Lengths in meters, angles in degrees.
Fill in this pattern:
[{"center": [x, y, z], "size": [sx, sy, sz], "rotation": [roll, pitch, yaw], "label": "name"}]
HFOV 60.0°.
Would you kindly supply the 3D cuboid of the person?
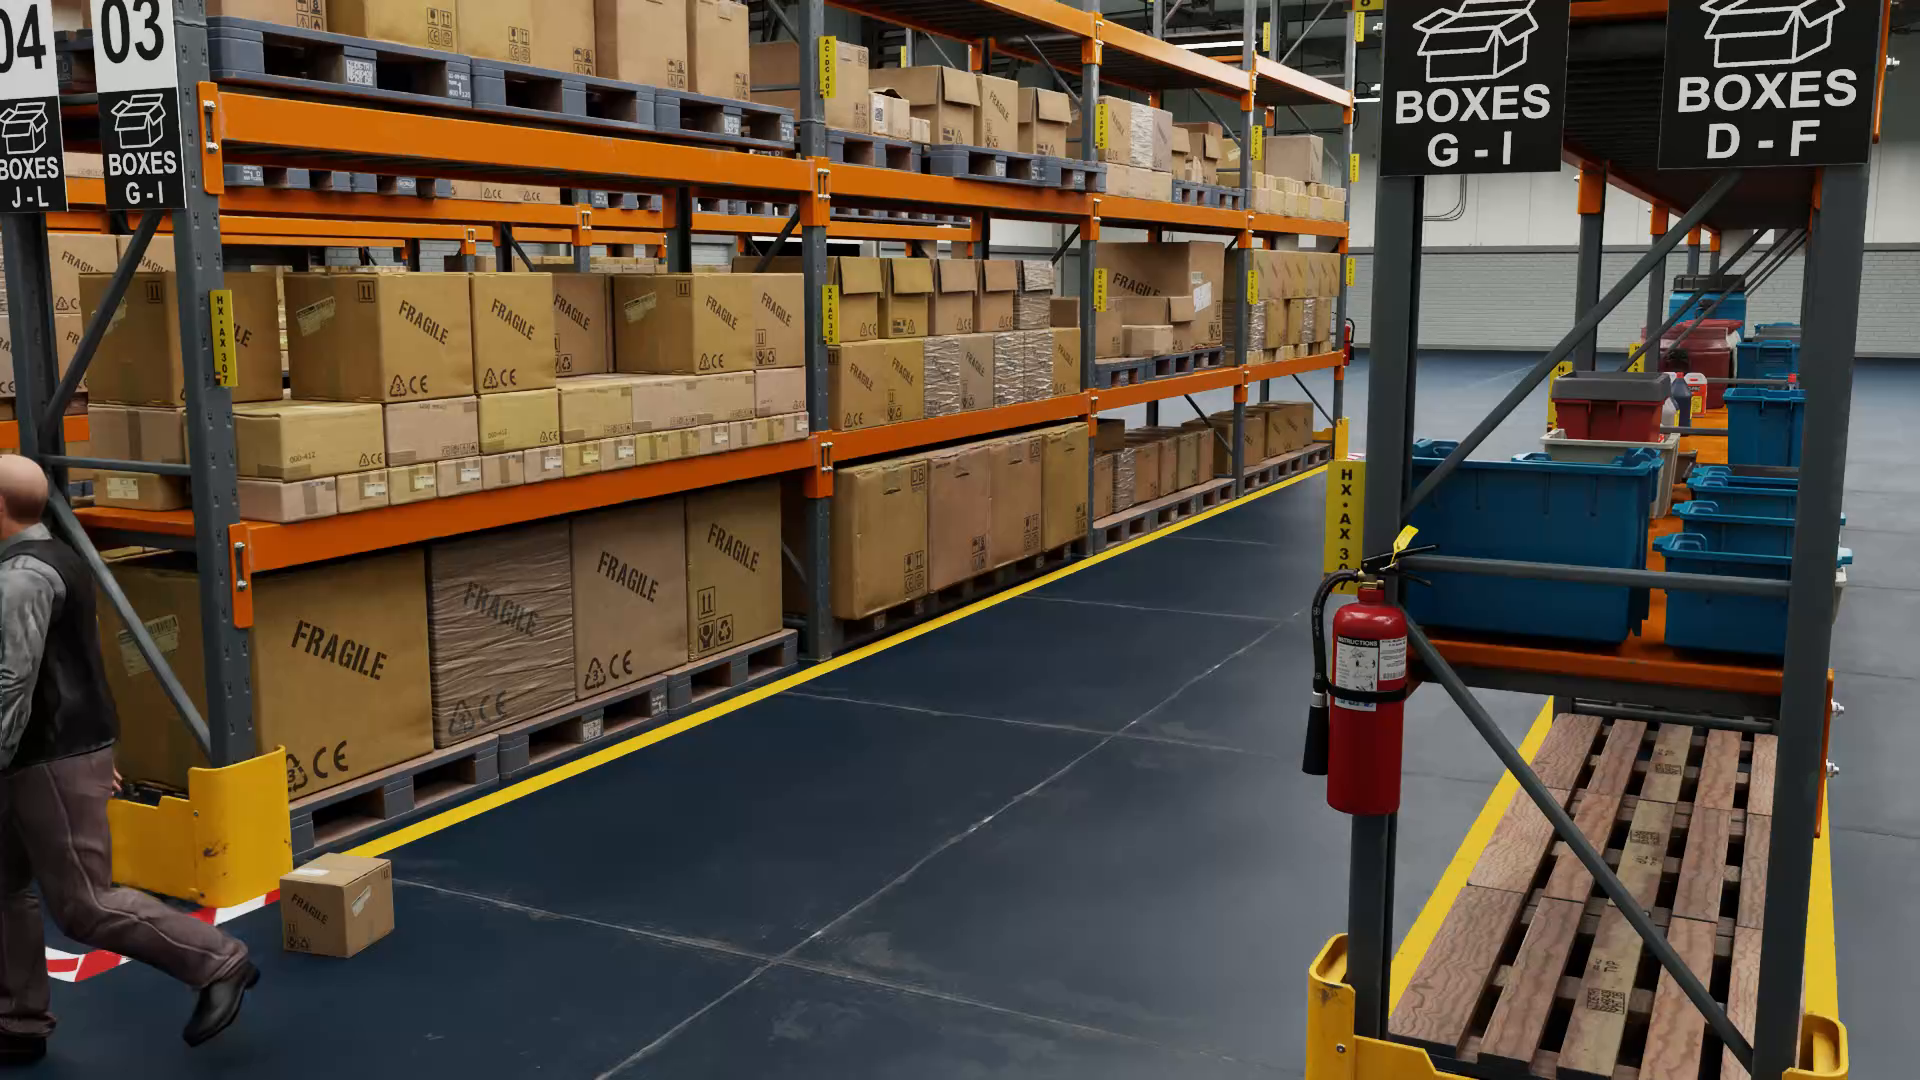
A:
[{"center": [-2.452, 0.611, 4.613], "size": [0.870, 1.696, 0.621], "rotation": [-4, 10, -22], "label": "person"}]
